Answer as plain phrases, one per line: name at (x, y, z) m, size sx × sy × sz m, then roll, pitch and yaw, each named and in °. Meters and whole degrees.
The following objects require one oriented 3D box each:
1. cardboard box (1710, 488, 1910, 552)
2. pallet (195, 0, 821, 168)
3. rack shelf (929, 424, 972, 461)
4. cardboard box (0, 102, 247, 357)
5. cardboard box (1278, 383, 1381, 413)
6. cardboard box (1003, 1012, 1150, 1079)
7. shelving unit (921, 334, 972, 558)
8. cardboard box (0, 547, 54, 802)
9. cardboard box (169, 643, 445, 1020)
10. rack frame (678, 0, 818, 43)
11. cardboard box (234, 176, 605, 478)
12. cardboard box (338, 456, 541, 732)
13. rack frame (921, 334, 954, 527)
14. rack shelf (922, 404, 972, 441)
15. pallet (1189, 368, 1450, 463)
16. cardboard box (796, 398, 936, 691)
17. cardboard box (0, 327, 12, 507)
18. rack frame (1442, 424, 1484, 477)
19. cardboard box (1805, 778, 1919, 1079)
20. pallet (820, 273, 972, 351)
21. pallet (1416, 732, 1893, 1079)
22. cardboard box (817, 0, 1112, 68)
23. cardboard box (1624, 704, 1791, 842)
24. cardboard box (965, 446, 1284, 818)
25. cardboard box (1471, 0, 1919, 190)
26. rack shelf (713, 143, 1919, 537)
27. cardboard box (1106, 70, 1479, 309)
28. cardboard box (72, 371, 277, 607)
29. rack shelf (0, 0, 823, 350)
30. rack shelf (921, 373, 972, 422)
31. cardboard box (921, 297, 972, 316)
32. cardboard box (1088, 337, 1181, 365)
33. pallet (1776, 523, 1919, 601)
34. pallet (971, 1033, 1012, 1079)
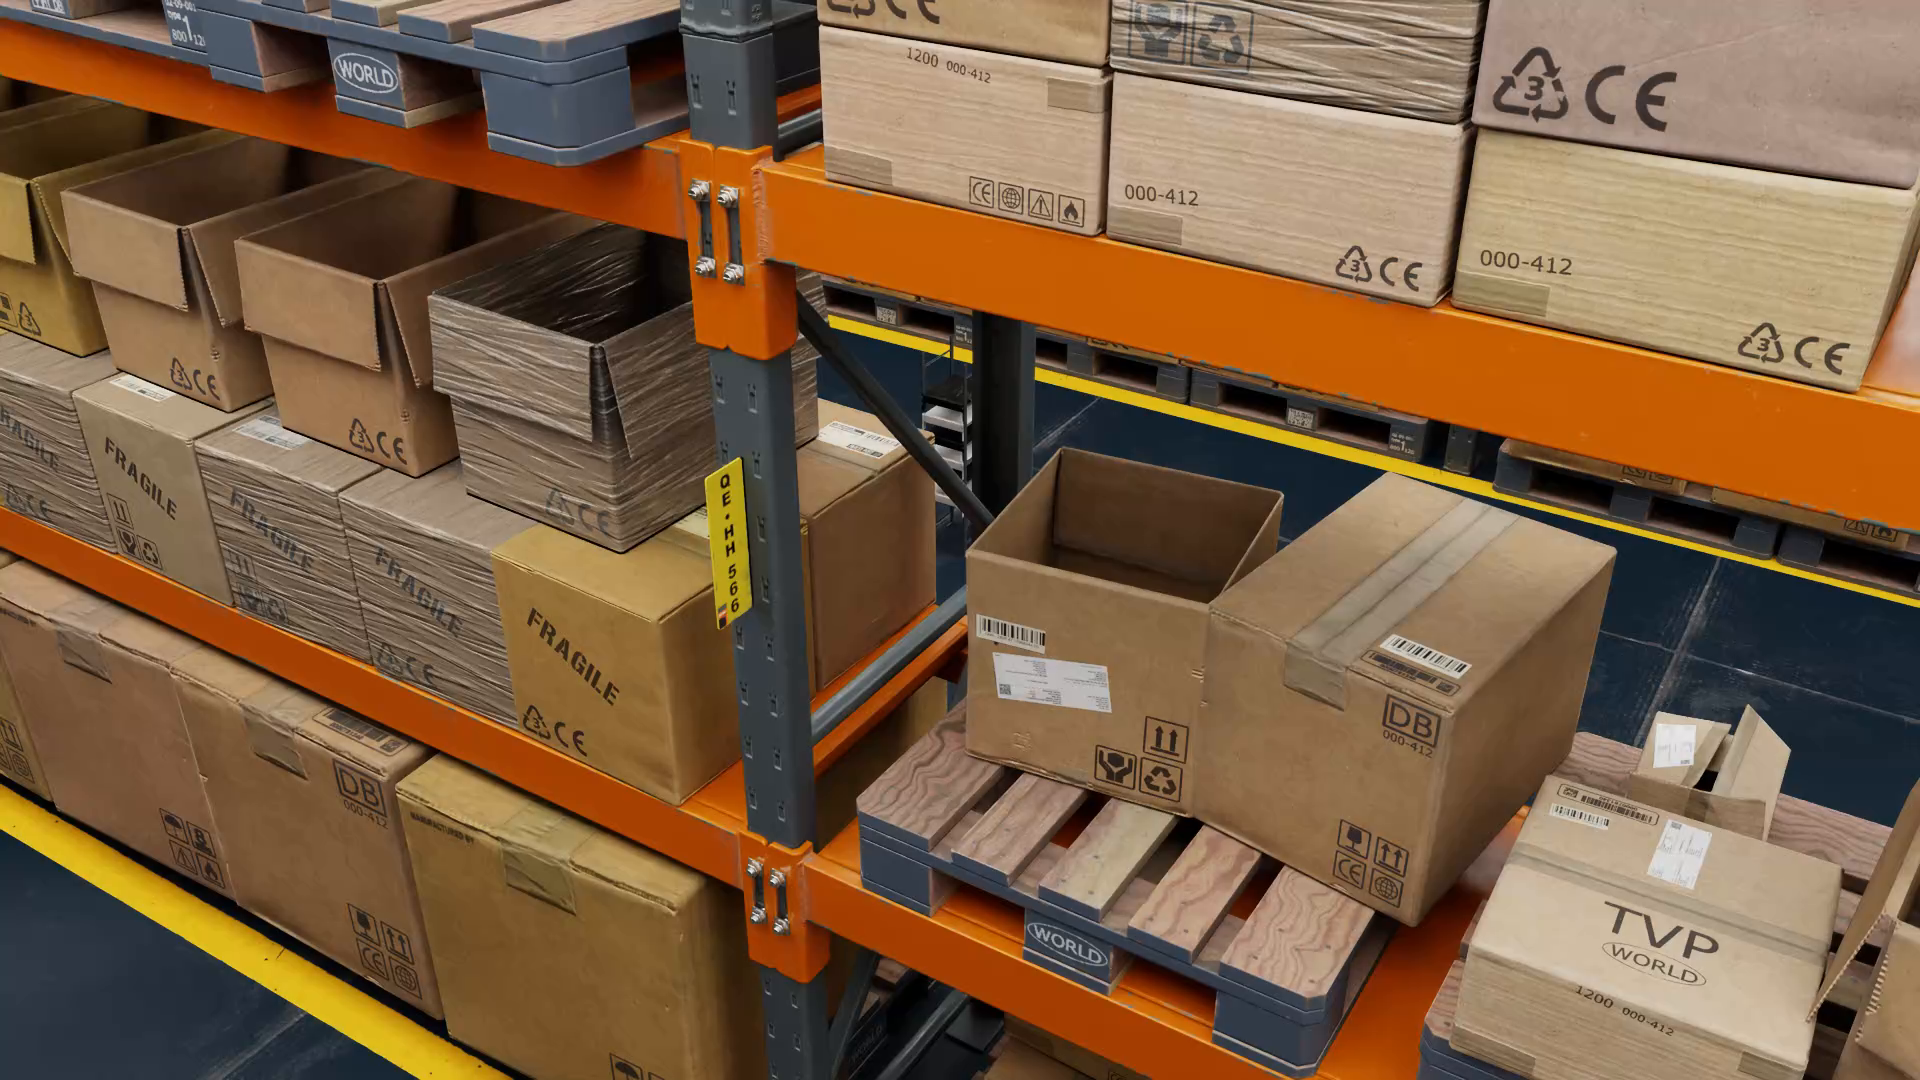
cardboard box at (3.794, -0.593, 7.106) m, size 0.750 × 0.750 × 1.050 m, roll 18°, pitch 35°, yaw 28°
pallet at (-0.712, -1.092, 3.356) m, size 1.003 × 0.211 × 1.213 m, roll 19°, pitch 35°, yaw 30°
rack shelf at (-0.007, -0.440, 6.998) m, size 0.200 × 0.077 × 0.258 m, roll 18°, pitch 35°, yaw 27°
cardboard box at (-2.406, -0.920, 4.755) m, size 0.637 × 0.503 × 0.797 m, roll 18°, pitch 35°, yaw 28°
cardboard box at (1.887, -0.984, 8.025) m, size 0.500 × 0.500 × 0.500 m, roll 17°, pitch 34°, yaw 27°
cardboard box at (0.445, 1.004, 3.852) m, size 0.500 × 0.250 × 0.500 m, roll 19°, pitch 35°, yaw 29°
shelving unit at (-0.007, -0.391, 7.027) m, size 0.210 × 0.900 × 0.258 m, roll 18°, pitch 35°, yaw 27°
cardboard box at (-2.974, 0.100, 5.794) m, size 0.875 × 0.875 × 1.225 m, roll 18°, pitch 35°, yaw 27°
cardboard box at (-1.463, 0.572, 4.984) m, size 0.875 × 0.875 × 1.225 m, roll 18°, pitch 35°, yaw 27°
rack frame at (-0.139, -2.319, 2.296) m, size 0.127 × 3.000 × 1.000 m, roll 18°, pitch 35°, yaw 27°
cardboard box at (-1.300, -0.583, 4.178) m, size 0.637 × 0.503 × 0.797 m, roll 18°, pitch 35°, yaw 28°
cardboard box at (-1.108, 0.066, 4.061) m, size 0.500 × 0.500 × 0.500 m, roll 17°, pitch 34°, yaw 27°
rack frame at (-0.093, -0.418, 7.074) m, size 0.006 × 0.900 × 0.240 m, roll 18°, pitch 35°, yaw 27°
rack shelf at (-0.007, -0.518, 6.953) m, size 0.200 × 0.077 × 0.258 m, roll 18°, pitch 35°, yaw 27°
pallet at (1.923, -0.824, 8.452) m, size 1.213 × 0.211 × 1.003 m, roll 18°, pitch 35°, yaw 27°
cardboard box at (-0.406, -0.018, 4.204) m, size 0.500 × 0.500 × 0.500 m, roll 19°, pitch 35°, yaw 29°
cardboard box at (-2.844, -0.479, 4.995) m, size 0.500 × 0.500 × 0.500 m, roll 18°, pitch 35°, yaw 27°
rack frame at (2.584, -1.818, 7.390) m, size 0.127 × 3.000 × 1.000 m, roll 18°, pitch 35°, yaw 27°
cardboard box at (1.732, 0.692, 2.567) m, size 0.637 × 0.503 × 0.797 m, roll 22°, pitch 37°, yaw 32°
pallet at (-0.144, -1.477, 9.573) m, size 1.213 × 0.211 × 1.003 m, roll 18°, pitch 35°, yaw 27°
pallet at (1.560, 0.868, 2.977) m, size 1.213 × 0.211 × 1.003 m, roll 18°, pitch 35°, yaw 27°
cardboard box at (0.123, -1.047, 2.496) m, size 0.500 × 0.500 × 0.500 m, roll 18°, pitch 35°, yaw 28°
cardboard box at (1.417, 0.480, 3.167) m, size 0.258 × 0.266 × 0.396 m, roll 17°, pitch 34°, yaw 26°
cardboard box at (0.340, 0.175, 3.458) m, size 0.500 × 0.500 × 0.500 m, roll 13°, pitch 33°, yaw 21°
cardboard box at (0.980, -0.778, 2.035) m, size 0.500 × 0.500 × 0.500 m, roll 16°, pitch 34°, yaw 26°
rack shelf at (1.555, -0.177, 2.314) m, size 4.000 × 0.370 × 1.077 m, roll 18°, pitch 35°, yaw 27°
cardboard box at (0.558, -0.587, 2.451) m, size 0.500 × 0.250 × 0.500 m, roll 18°, pitch 35°, yaw 29°
cardboard box at (-1.980, -0.208, 4.531) m, size 0.500 × 0.500 × 0.500 m, roll 18°, pitch 35°, yaw 28°
rack shelf at (-1.833, -1.249, 4.151) m, size 4.000 × 0.370 × 1.077 m, roll 18°, pitch 35°, yaw 27°
rack shelf at (-0.007, -0.595, 6.908) m, size 0.200 × 0.077 × 0.258 m, roll 18°, pitch 35°, yaw 27°
cardboard box at (0.130, -1.539, 8.975) m, size 0.500 × 0.500 × 0.500 m, roll 19°, pitch 35°, yaw 29°
cardboard box at (0.993, -1.260, 8.497) m, size 0.500 × 0.500 × 0.500 m, roll 16°, pitch 34°, yaw 25°
pallet at (4.241, -0.043, 7.114) m, size 1.213 × 0.211 × 1.003 m, roll 18°, pitch 35°, yaw 27°
pallet at (0.522, 1.686, 4.150) m, size 1.213 × 0.211 × 1.003 m, roll 18°, pitch 35°, yaw 27°
